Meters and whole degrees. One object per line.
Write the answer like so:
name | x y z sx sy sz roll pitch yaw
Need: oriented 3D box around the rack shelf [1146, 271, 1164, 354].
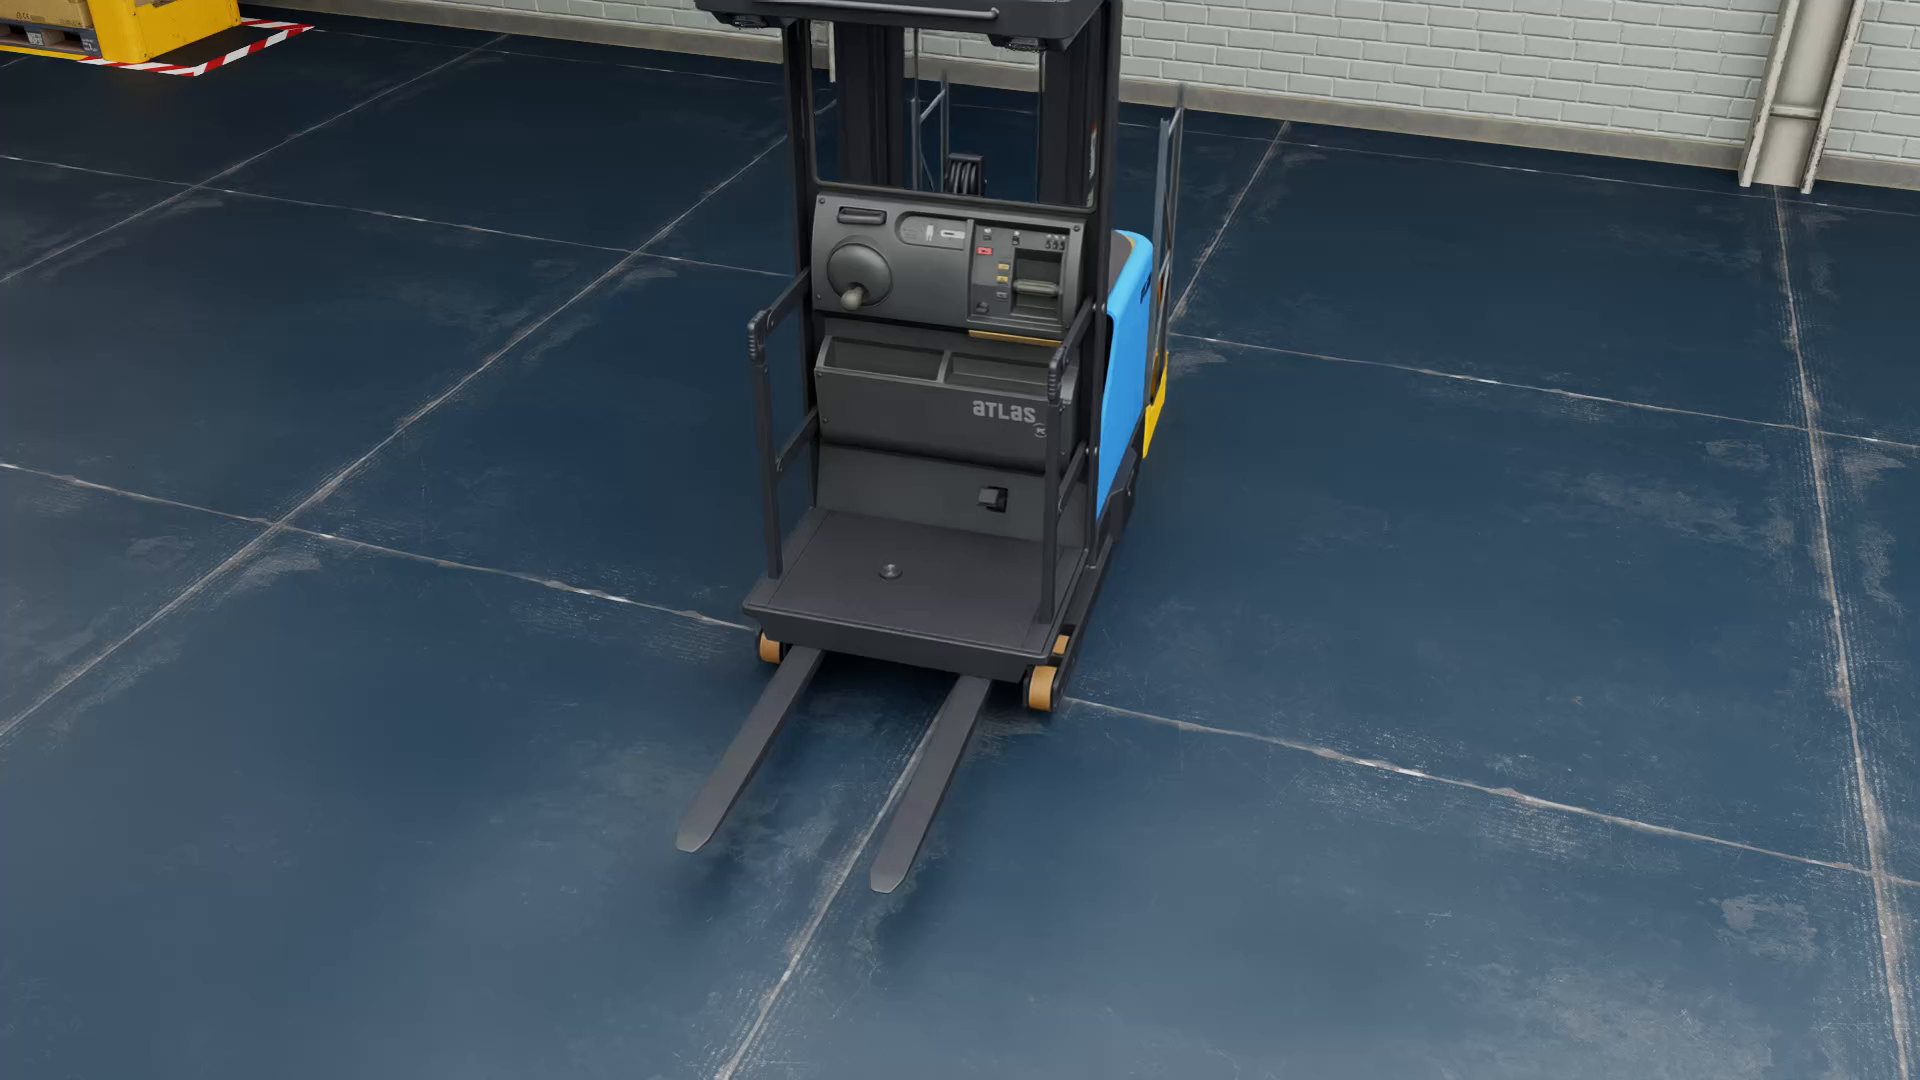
rack shelf | 0.373 -1.062 7.343 1.000 0.185 0.538 8 34 12

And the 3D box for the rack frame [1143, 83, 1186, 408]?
rack frame | 0.865 -1.144 7.139 0.032 1.500 0.500 8 34 12

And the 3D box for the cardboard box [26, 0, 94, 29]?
cardboard box | -6.532 -4.003 12.333 0.500 0.250 0.500 11 35 17

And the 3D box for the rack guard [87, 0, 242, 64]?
rack guard | -5.961 -4.003 12.489 0.348 0.500 1.175 11 34 16

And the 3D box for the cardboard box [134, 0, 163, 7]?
cardboard box | -6.380 -4.268 12.743 0.500 0.250 0.500 11 34 17

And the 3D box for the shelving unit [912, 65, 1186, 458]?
shelving unit | 0.364 -1.214 7.248 1.083 1.500 0.587 8 34 12

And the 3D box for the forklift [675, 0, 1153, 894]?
forklift | -0.106 -0.869 5.394 1.130 2.935 3.031 9 34 13

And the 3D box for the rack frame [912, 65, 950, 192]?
rack frame | -0.120 -1.282 7.353 0.032 1.500 0.500 8 34 12

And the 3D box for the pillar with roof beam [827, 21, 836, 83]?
pillar with roof beam | -2.139 -4.869 5.995 0.400 9.000 9.100 11 34 16

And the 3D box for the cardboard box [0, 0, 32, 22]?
cardboard box | -6.997 -4.099 12.481 0.500 0.250 0.500 11 34 16

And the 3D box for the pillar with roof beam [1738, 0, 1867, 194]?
pillar with roof beam | 3.509 -3.771 4.295 0.400 9.000 9.100 11 34 16

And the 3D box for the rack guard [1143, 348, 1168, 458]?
rack guard | 0.846 -0.621 7.482 0.087 0.250 0.587 8 34 12

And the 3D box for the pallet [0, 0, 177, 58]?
pallet | -6.717 -4.004 12.757 1.213 0.211 1.003 11 34 16

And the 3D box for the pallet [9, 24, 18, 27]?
pallet | -7.862 -4.229 13.105 1.213 0.211 1.003 11 34 16
